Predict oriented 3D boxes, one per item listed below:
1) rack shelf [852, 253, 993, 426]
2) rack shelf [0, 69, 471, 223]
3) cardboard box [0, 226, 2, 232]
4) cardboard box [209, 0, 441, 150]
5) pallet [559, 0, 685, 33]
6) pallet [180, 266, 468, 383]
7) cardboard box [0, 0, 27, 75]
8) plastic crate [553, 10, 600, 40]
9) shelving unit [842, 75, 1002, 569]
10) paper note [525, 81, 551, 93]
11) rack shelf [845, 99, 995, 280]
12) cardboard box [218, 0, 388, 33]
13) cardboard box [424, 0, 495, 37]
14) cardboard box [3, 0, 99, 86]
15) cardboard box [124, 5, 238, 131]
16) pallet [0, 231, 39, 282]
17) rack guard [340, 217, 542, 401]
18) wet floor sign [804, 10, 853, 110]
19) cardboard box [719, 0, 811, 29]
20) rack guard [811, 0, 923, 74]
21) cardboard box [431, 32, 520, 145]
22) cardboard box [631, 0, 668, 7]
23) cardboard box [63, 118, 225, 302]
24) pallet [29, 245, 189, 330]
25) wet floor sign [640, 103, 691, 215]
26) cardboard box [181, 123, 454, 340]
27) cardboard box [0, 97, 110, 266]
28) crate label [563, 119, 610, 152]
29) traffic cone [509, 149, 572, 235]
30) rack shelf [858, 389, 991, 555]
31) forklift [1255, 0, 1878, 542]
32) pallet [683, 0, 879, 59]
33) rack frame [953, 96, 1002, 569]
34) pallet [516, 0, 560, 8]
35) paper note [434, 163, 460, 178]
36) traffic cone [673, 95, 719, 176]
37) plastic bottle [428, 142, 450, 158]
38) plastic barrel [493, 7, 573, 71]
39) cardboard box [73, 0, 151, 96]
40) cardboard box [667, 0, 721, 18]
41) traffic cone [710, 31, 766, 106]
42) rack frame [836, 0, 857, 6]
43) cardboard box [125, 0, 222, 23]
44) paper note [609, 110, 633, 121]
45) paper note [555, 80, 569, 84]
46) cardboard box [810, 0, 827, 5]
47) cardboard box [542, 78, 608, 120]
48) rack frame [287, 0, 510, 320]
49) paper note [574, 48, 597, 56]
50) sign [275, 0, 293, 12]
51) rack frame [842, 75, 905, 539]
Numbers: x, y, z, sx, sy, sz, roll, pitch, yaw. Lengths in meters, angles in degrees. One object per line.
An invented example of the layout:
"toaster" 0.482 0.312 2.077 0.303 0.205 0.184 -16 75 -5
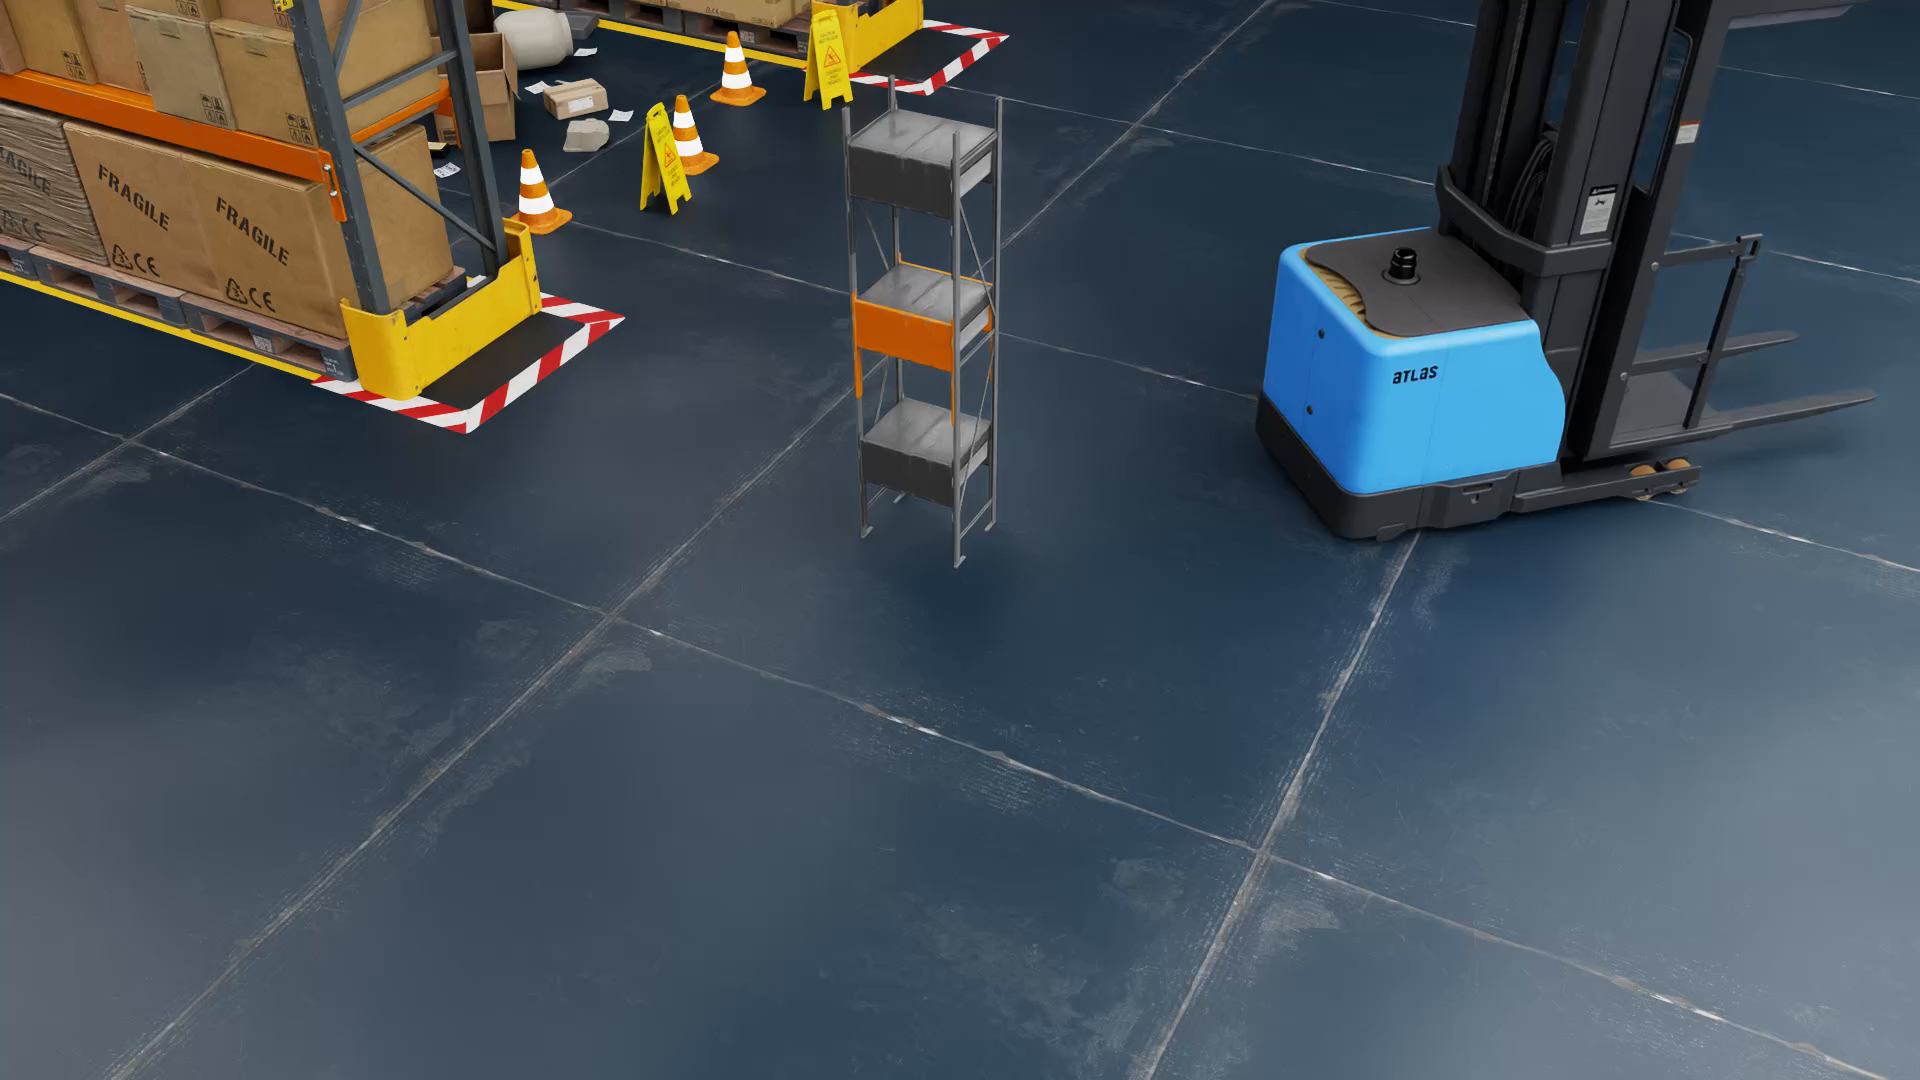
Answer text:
"rack shelf" -0.147 -0.872 7.184 0.480 0.518 0.431 17 41 21
"rack shelf" -4.582 -2.548 9.221 4.000 0.370 1.077 17 41 21
"cardboard box" -5.831 -2.499 9.971 0.875 0.875 0.875 18 41 22
"cardboard box" -3.156 -2.417 8.329 0.550 0.550 0.875 17 41 21
"pallet" -2.471 -4.459 13.450 1.213 0.211 1.003 17 41 21
"pallet" -3.552 -1.348 9.351 1.213 0.211 1.003 17 41 21
"cardboard box" -5.100 -3.000 9.097 0.550 0.550 0.875 17 41 21
"plastic crate" -3.154 -4.037 13.002 0.583 0.080 0.402 4 37 6
"shelving unit" -0.147 -0.882 7.176 0.503 2.100 0.431 17 41 21
"paper note" -3.059 -3.288 12.066 0.148 0.019 0.142 -29 46 -33
"rack shelf" -0.147 -1.429 6.761 0.480 0.518 0.431 17 41 21
"cardboard box" -3.117 -2.892 8.062 0.550 0.550 0.875 17 41 21
"cardboard box" -3.845 -4.053 12.674 0.500 0.500 0.500 -14 39 -18
"cardboard box" -4.584 -2.907 8.974 0.500 0.550 0.875 17 41 21
"cardboard box" -3.654 -2.558 8.515 0.550 0.550 0.875 17 41 21
"pallet" -5.718 -2.026 10.245 1.213 0.211 1.003 17 41 21
"rack guard" -2.784 -1.276 9.018 0.348 0.500 1.175 17 41 21
"wet floor sign" -0.942 -3.399 11.694 0.267 0.644 0.232 -29 46 -33
"cardboard box" -1.482 -4.123 12.628 0.500 0.250 0.500 17 40 21
"rack guard" -0.686 -3.990 12.592 0.348 0.500 1.175 17 41 21
"cardboard box" -3.343 -3.099 11.416 0.637 0.503 0.797 -8 38 -10
"cardboard box" -2.384 -4.407 13.002 0.500 0.250 0.500 16 40 20
"cardboard box" -4.220 -1.996 9.309 0.875 0.875 0.875 17 40 21
"pallet" -4.631 -1.688 9.799 1.213 0.211 1.003 17 41 21
"wet floor sign" -1.869 -2.396 10.372 0.232 0.644 0.267 11 38 14
"cardboard box" -3.438 -1.752 8.988 0.875 0.875 0.875 18 41 22
"cardboard box" -5.029 -2.251 9.644 0.875 0.875 0.875 18 41 22
"crate label" -2.529 -2.746 11.254 0.298 0.136 0.250 -2 37 -2
"traffic cone" -2.624 -2.178 10.237 0.334 0.463 0.336 17 41 21
"rack shelf" -0.147 -0.314 7.607 0.480 0.518 0.431 17 41 21
"forklift" 3.059 -1.656 7.508 3.031 2.935 1.130 -10 38 -13
"pallet" -1.391 -4.119 13.002 1.213 0.211 1.003 17 41 21
"rack frame" 0.070 -0.815 7.086 0.015 2.100 0.400 17 41 21
"pallet" -3.558 -4.798 13.896 1.213 0.211 1.003 17 41 21
"paper note" -3.380 -2.431 10.929 0.144 0.017 0.142 -29 46 -33
"traffic cone" -1.803 -2.690 10.911 0.334 0.463 0.336 17 41 21
"plastic bottle" -3.578 -2.617 11.148 0.283 0.061 0.133 4 37 6
"plastic barrel" -3.149 -3.699 12.274 0.512 0.421 0.421 -14 39 -18
"cardboard box" -4.094 -2.781 8.809 0.550 0.550 0.875 17 41 21
"cardboard box" -1.917 -4.265 12.814 0.500 0.250 0.500 18 41 22
"traffic cone" -1.594 -3.381 11.821 0.334 0.463 0.336 17 41 21
"rack frame" -0.619 -4.964 11.809 0.127 3.000 1.000 17 41 21
"cardboard box" -3.648 -2.996 8.198 0.550 0.550 0.875 17 41 21
"paper note" -2.374 -2.976 11.645 0.142 0.019 0.148 4 37 6
"paper note" -2.901 -3.344 12.147 0.123 0.001 0.032 17 41 21
"cardboard box" -1.208 -4.409 13.004 0.500 0.250 0.500 17 40 21
"cardboard box" -2.711 -3.108 11.722 0.380 0.149 0.250 -21 42 -25
"rack frame" -2.806 -2.278 8.271 0.127 3.000 1.000 17 41 21
"paper note" -2.837 -3.704 12.604 0.148 0.019 0.142 4 37 6
"sign" -3.067 -2.546 7.470 0.005 0.325 0.100 17 41 21
"rack frame" -0.364 -0.950 7.265 0.015 2.100 0.400 17 41 21
